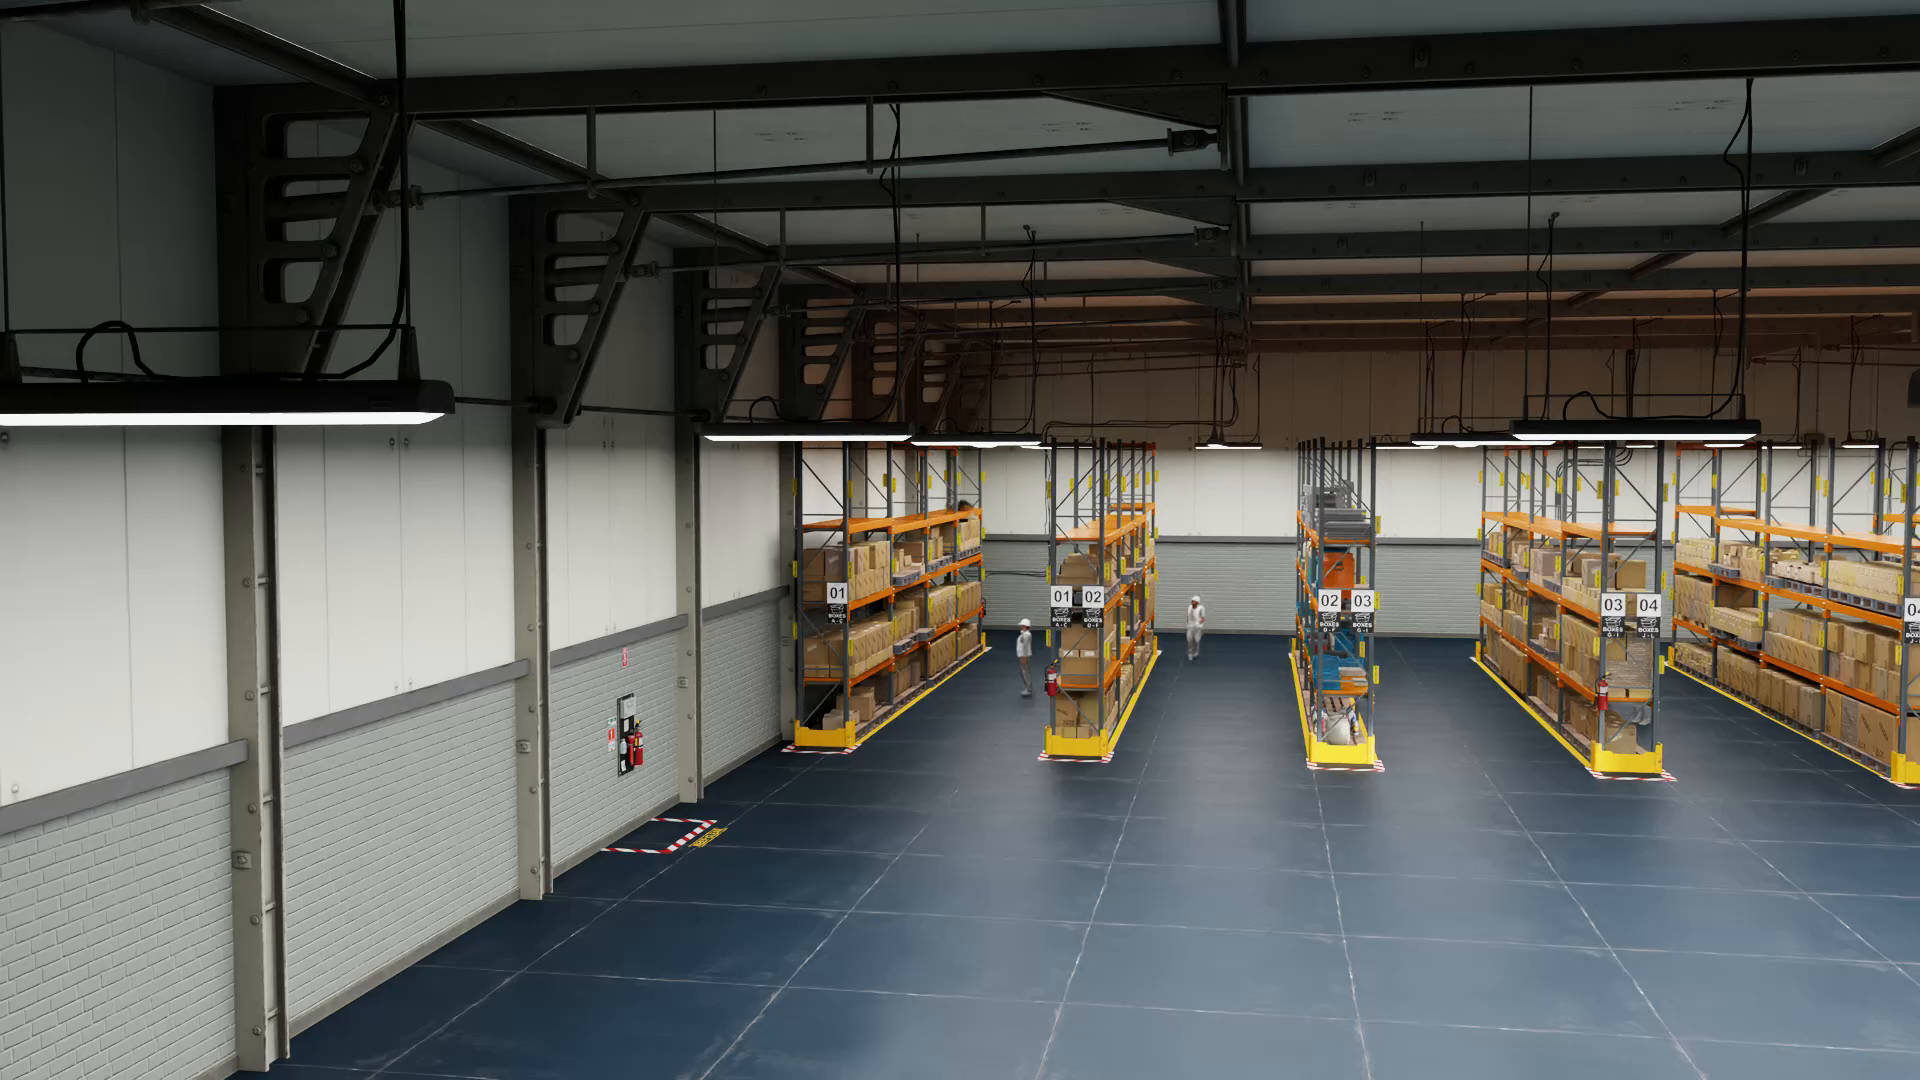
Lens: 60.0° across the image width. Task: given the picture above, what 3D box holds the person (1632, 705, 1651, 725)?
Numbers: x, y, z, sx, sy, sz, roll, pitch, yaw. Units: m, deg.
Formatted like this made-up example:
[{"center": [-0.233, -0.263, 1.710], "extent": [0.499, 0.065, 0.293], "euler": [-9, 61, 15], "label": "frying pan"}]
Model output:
[{"center": [14.399, 3.017, 35.075], "extent": [0.366, 1.697, 0.517], "euler": [-1, 3, -14], "label": "person"}]

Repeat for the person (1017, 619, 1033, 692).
[{"center": [1.533, 2.717, 39.234], "extent": [0.381, 1.711, 0.611], "euler": [0, 3, 2], "label": "person"}]

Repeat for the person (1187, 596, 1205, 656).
[{"center": [6.532, 2.379, 46.032], "extent": [0.496, 1.652, 0.877], "euler": [1, 3, 11], "label": "person"}]
